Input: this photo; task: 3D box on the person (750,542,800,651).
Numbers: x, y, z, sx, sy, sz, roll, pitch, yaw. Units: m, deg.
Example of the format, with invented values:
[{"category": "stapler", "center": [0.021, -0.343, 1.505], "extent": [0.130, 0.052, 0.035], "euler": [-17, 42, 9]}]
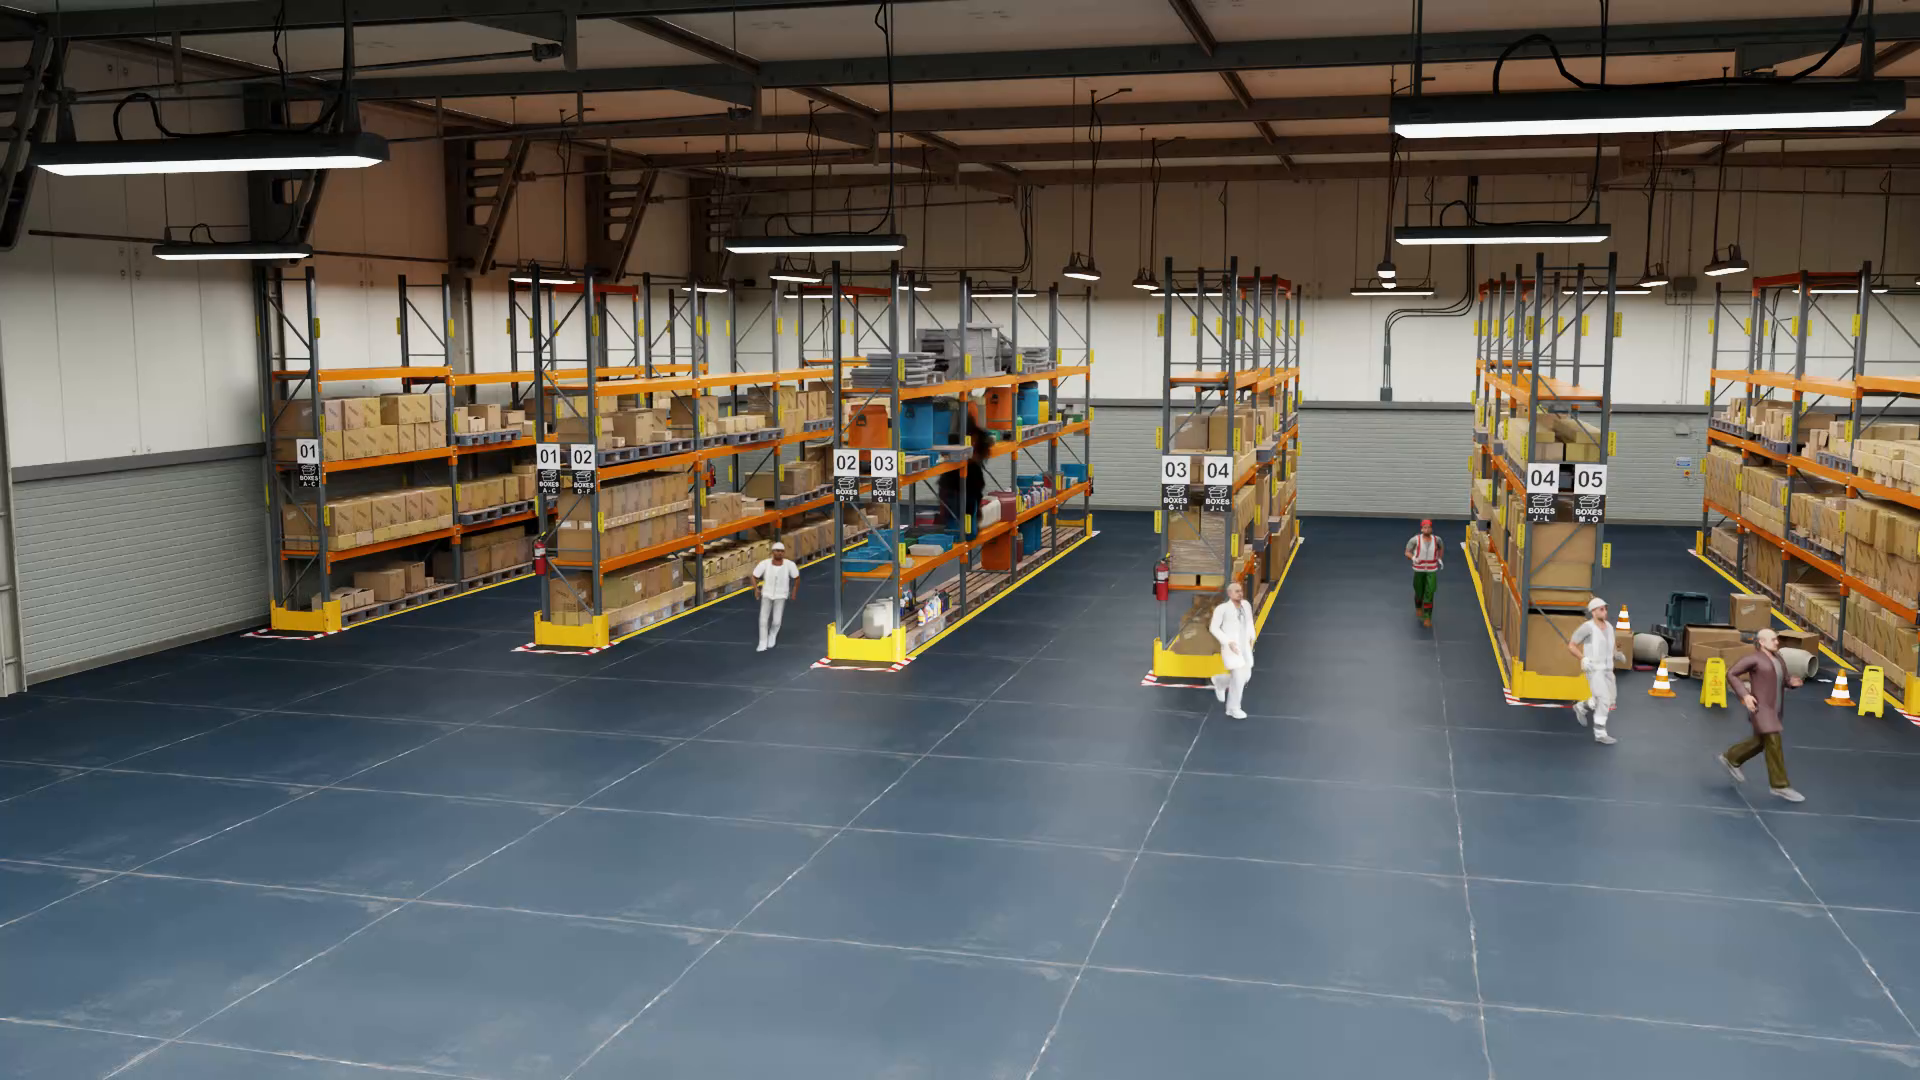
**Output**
[{"category": "person", "center": [-2.867, 0.886, 25.780], "extent": [0.763, 1.705, 0.518], "euler": [0, 7, -3]}]

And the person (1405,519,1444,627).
[{"category": "person", "center": [7.867, 0.529, 28.173], "extent": [0.649, 1.778, 1.007], "euler": [1, 7, 10]}]

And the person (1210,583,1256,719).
[{"category": "person", "center": [3.512, 1.408, 21.586], "extent": [0.718, 1.751, 0.724], "euler": [-4, 8, -31]}]

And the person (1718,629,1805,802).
[{"category": "person", "center": [8.656, 1.837, 17.893], "extent": [0.701, 1.753, 1.064], "euler": [-5, 9, -34]}]

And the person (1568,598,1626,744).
[{"category": "person", "center": [7.736, 1.575, 20.268], "extent": [0.652, 1.746, 0.767], "euler": [-4, 8, -26]}]
